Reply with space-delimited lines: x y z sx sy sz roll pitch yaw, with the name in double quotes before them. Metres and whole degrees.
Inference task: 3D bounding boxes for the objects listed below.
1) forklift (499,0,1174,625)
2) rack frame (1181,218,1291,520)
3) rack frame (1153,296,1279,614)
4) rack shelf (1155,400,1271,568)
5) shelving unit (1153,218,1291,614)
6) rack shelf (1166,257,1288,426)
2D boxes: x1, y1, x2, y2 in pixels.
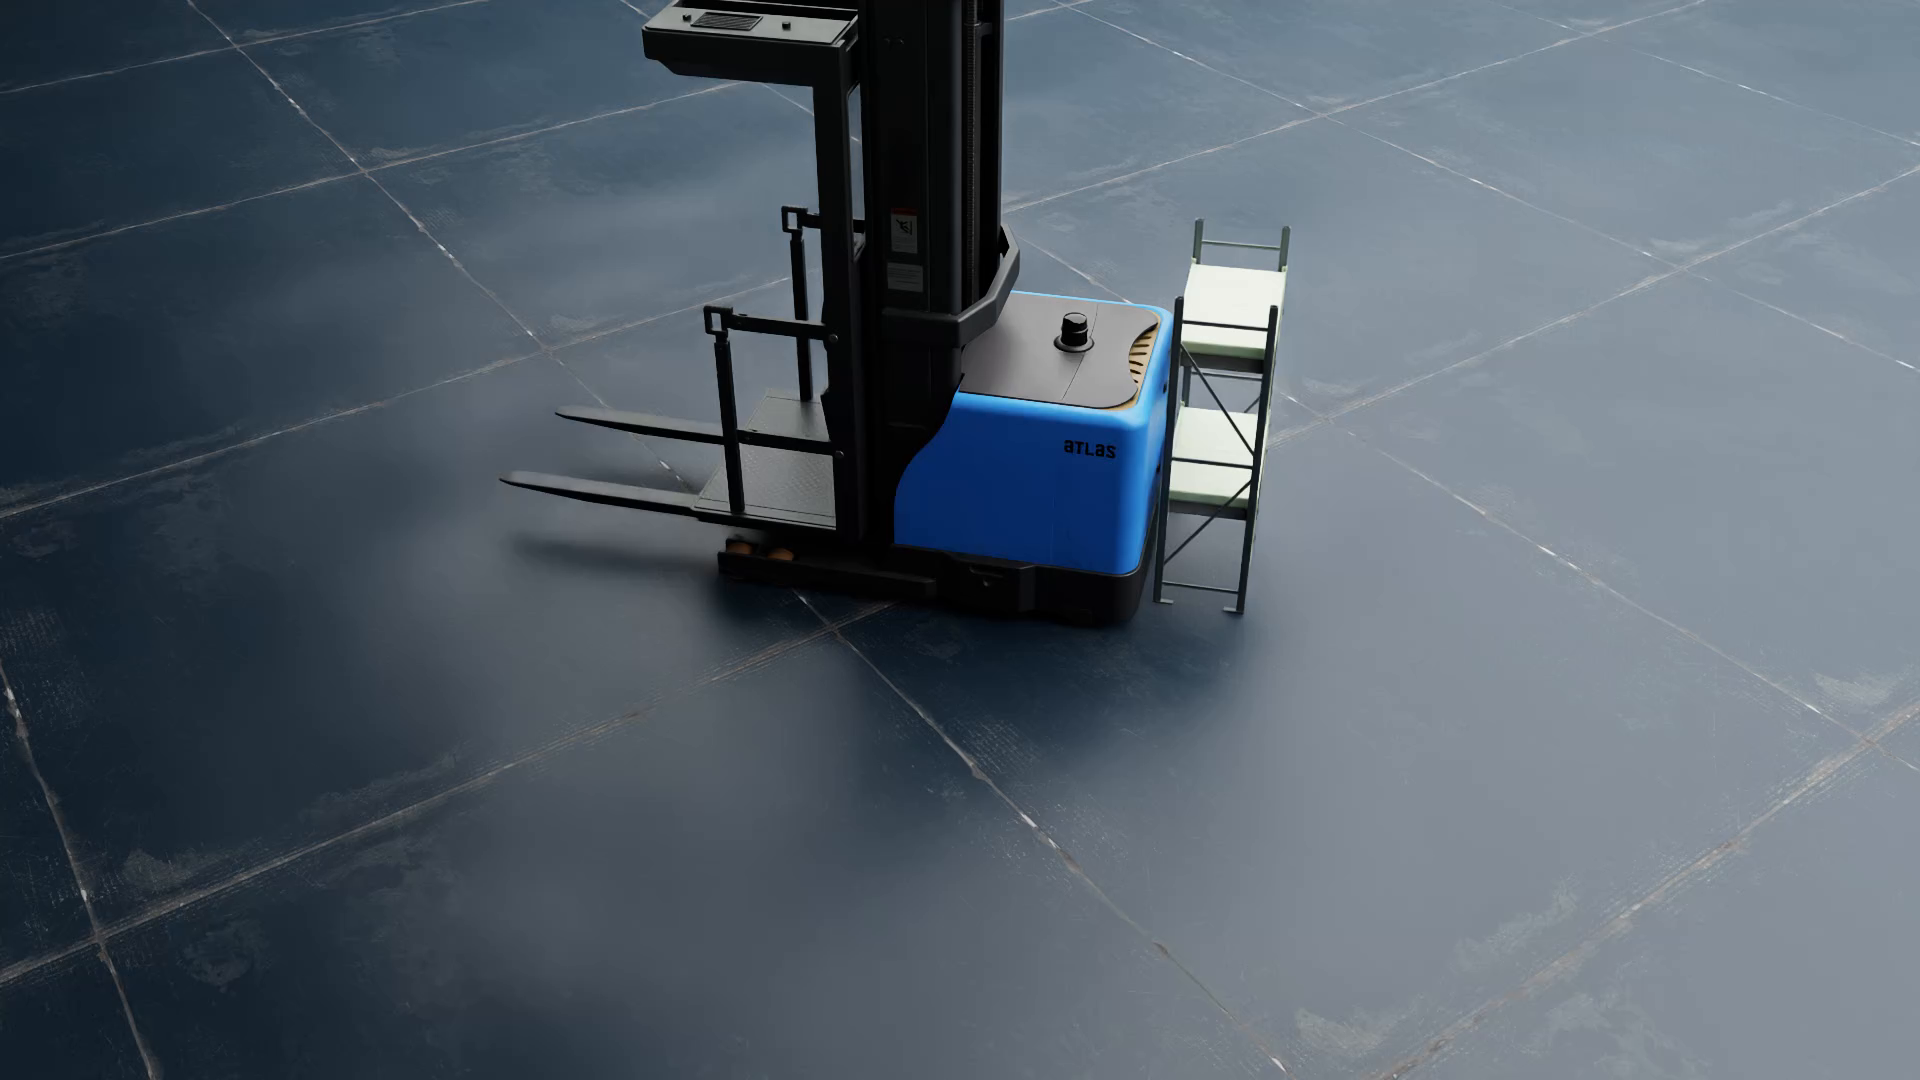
"forklift" -0.605 -1.275 7.013 3.031 2.935 1.130 8 36 11
"rack frame" 1.206 -0.733 7.481 0.400 1.500 0.023 7 36 11
"rack frame" 1.045 -0.316 6.902 0.400 1.500 0.023 7 36 11
"rack shelf" 1.128 -0.260 7.381 0.431 0.370 0.720 7 36 11
"shelving unit" 1.125 -0.525 7.191 0.431 1.500 0.755 7 36 11
"rack shelf" 1.122 -0.842 6.964 0.431 0.370 0.720 7 36 11
